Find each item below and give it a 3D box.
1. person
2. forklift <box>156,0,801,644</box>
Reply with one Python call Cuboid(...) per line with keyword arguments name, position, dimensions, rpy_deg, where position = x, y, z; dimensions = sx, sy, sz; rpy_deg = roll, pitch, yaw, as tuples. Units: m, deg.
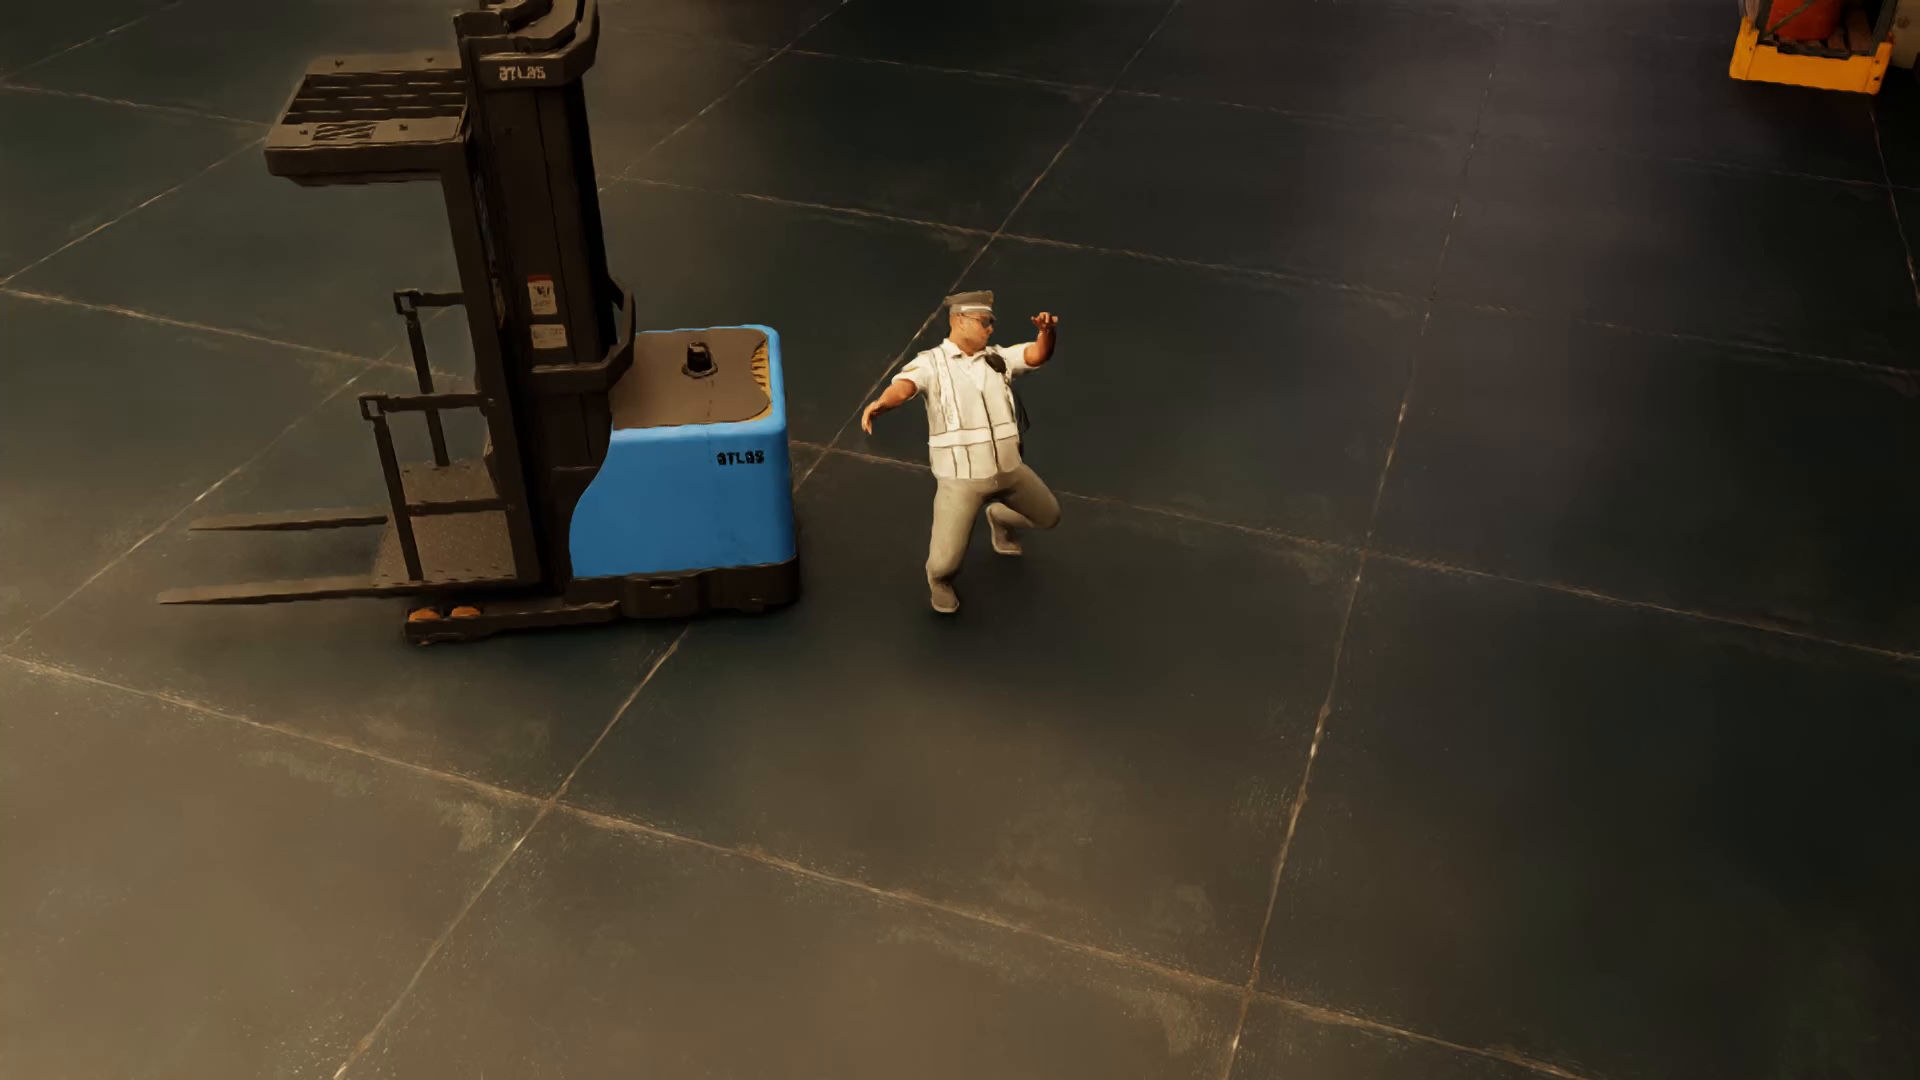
Cuboid(name="person", position=(-0.082, -0.389, 7.802), dimensions=(1.075, 1.589, 0.739), rpy_deg=(-22, 41, -28))
Cuboid(name="forklift", position=(-2.338, -1.024, 7.556), dimensions=(3.031, 2.935, 1.130), rpy_deg=(-4, 36, -6))
